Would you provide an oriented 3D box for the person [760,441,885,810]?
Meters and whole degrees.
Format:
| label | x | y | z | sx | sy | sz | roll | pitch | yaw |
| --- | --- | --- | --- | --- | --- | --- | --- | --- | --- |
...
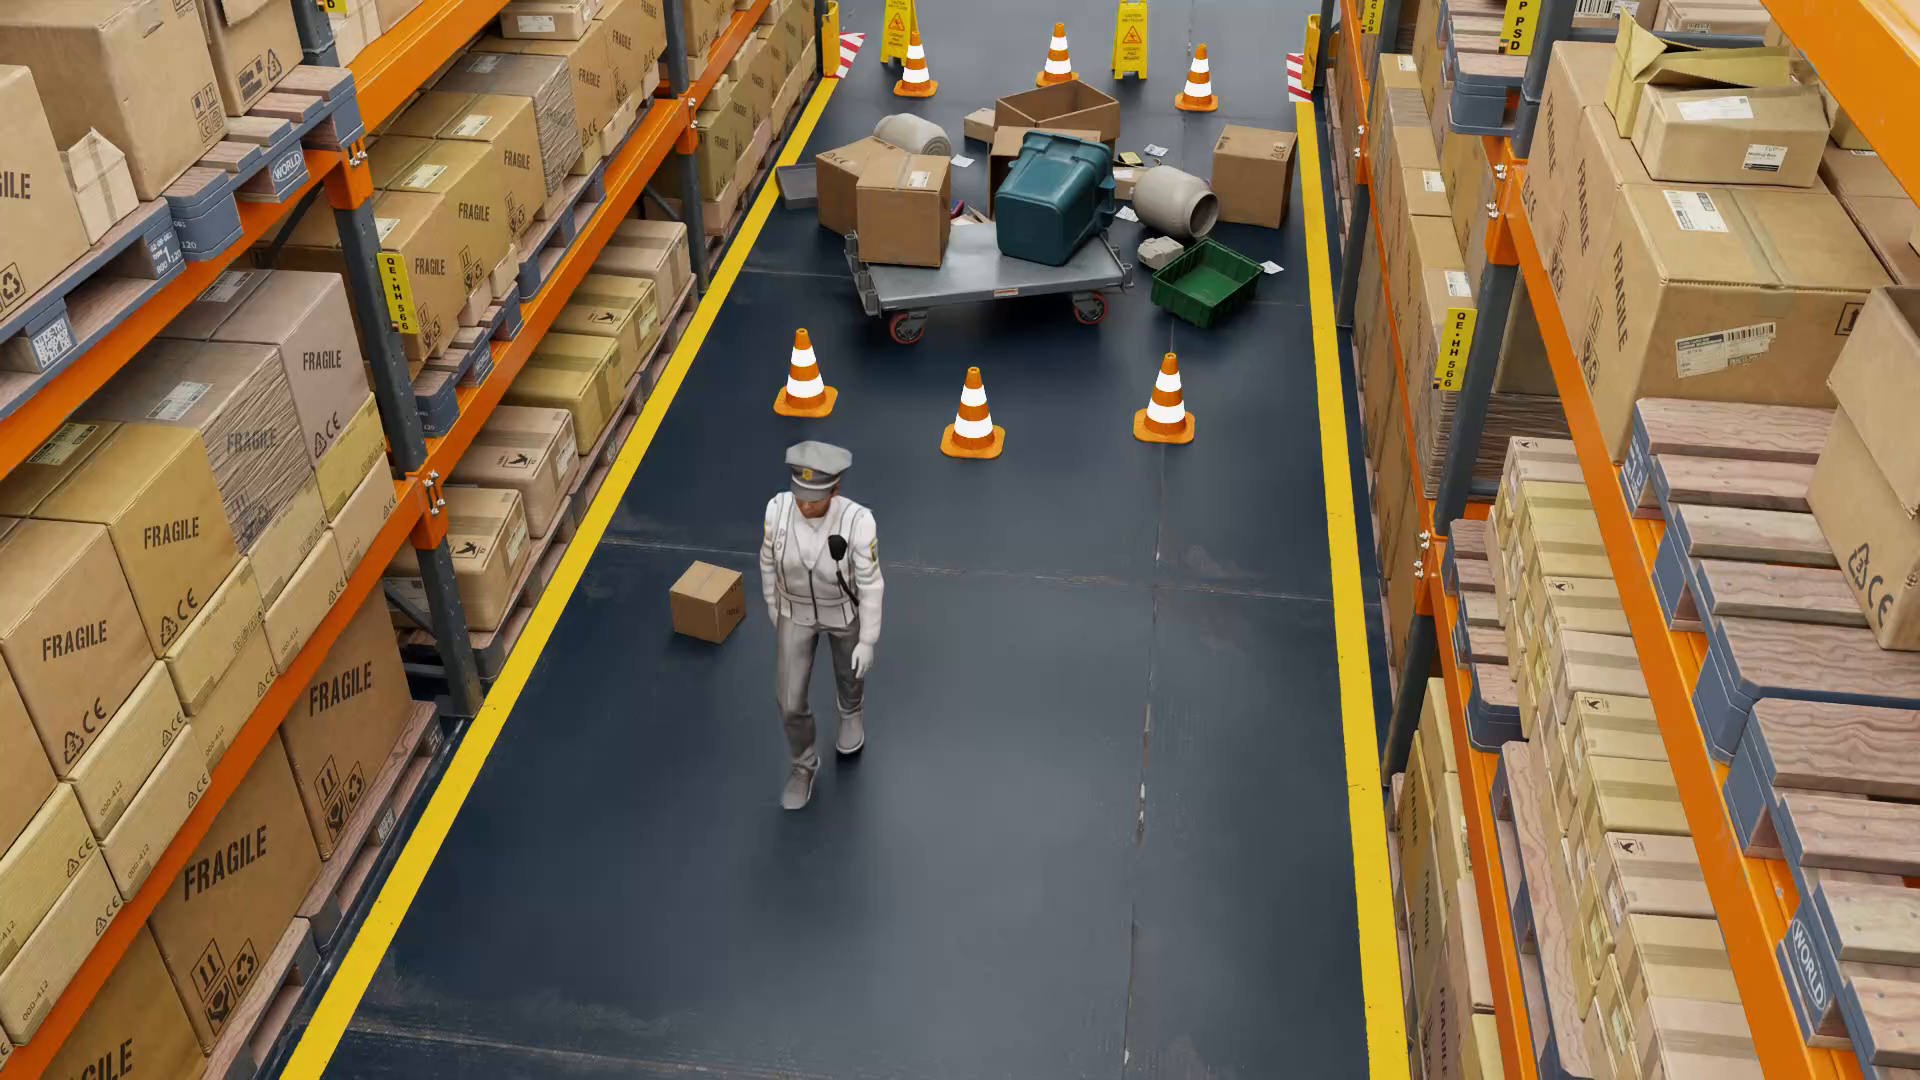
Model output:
| label | x | y | z | sx | sy | sz | roll | pitch | yaw |
| --- | --- | --- | --- | --- | --- | --- | --- | --- | --- |
| person | -0.536 | 0.309 | 6.643 | 0.507 | 1.731 | 0.581 | 3 | 36 | 4 |
